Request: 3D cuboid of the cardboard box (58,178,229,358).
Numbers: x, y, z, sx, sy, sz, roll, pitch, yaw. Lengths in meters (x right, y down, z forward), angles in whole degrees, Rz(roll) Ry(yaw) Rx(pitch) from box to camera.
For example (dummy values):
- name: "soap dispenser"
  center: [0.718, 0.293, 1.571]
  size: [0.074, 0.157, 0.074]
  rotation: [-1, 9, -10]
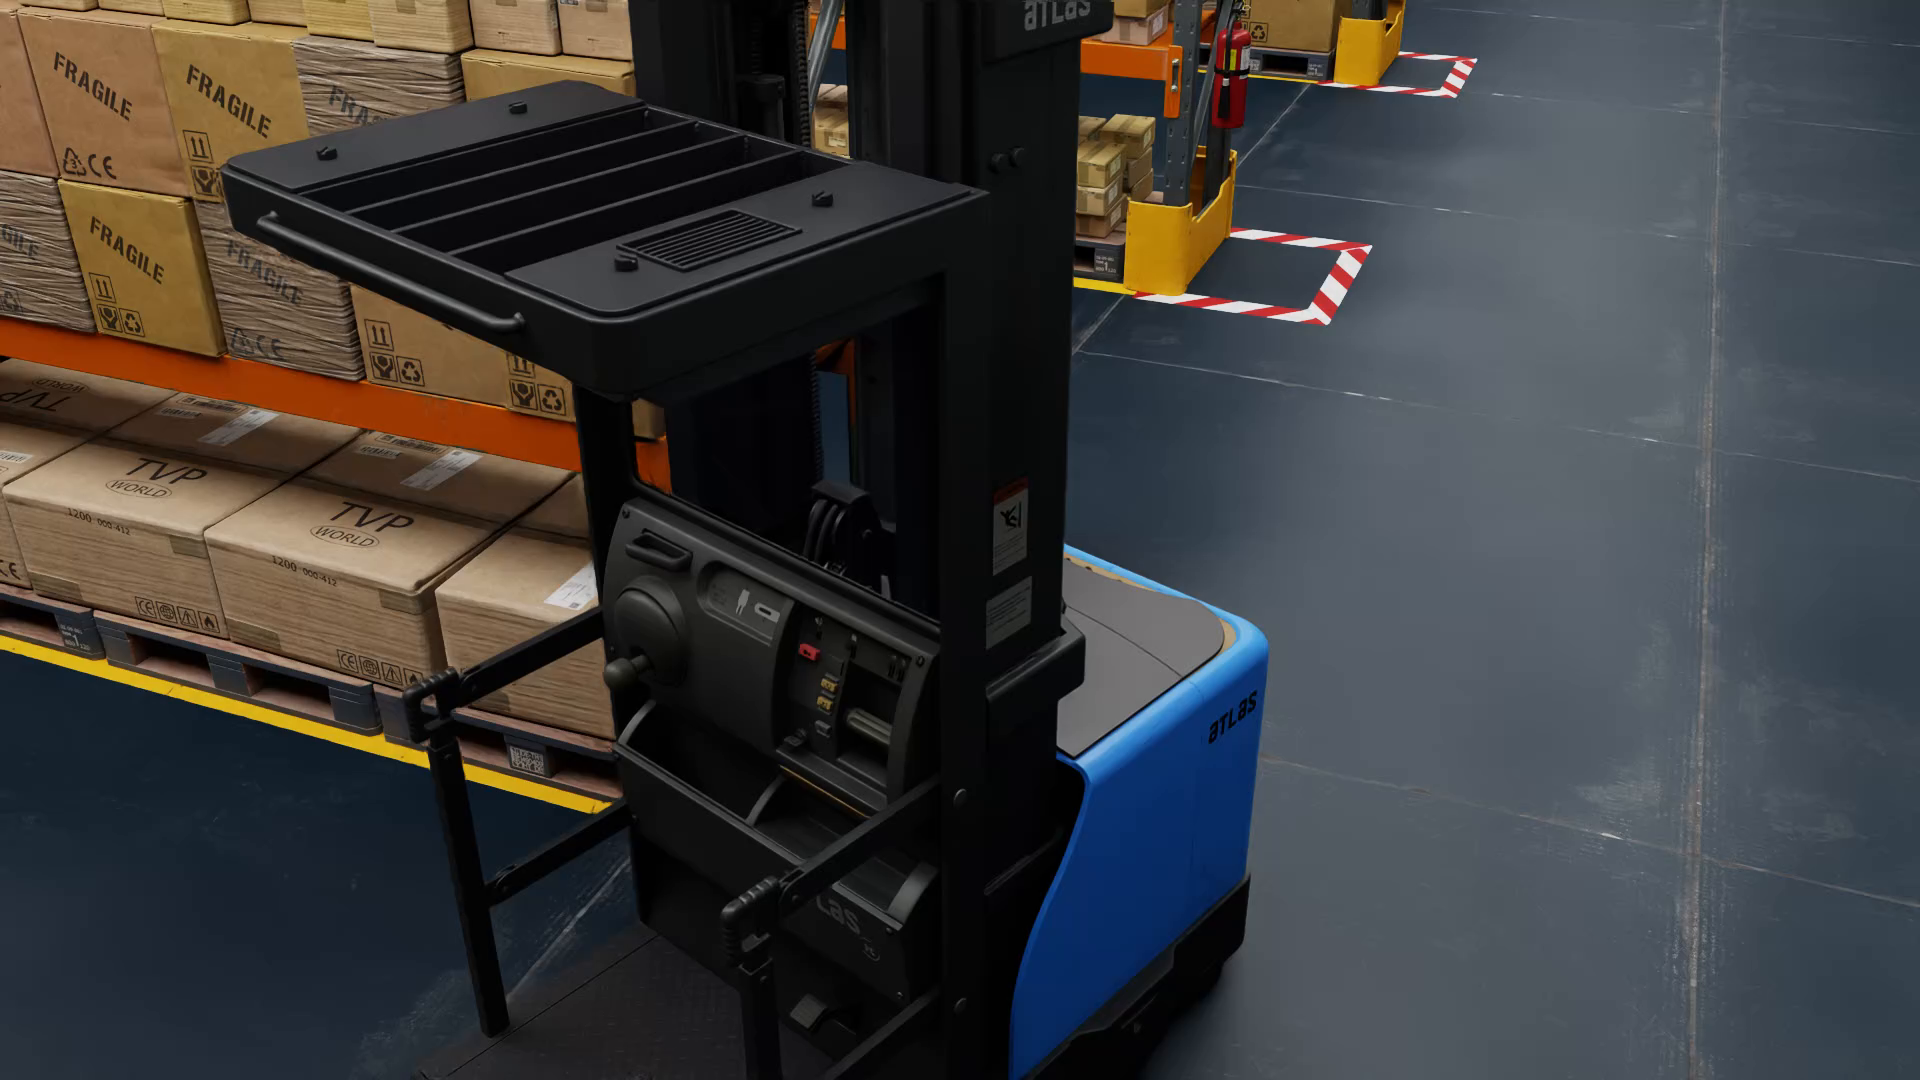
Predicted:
- name: "cardboard box"
  center: [-2.400, -0.933, 5.250]
  size: [0.500, 0.500, 0.500]
  rotation: [12, 32, 21]

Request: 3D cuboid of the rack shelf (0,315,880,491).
- name: "rack shelf"
  center: [-2.284, -0.697, 5.667]
  size: [4.000, 0.370, 1.077]
  rotation: [11, 31, 19]

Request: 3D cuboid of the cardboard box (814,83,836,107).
- name: "cardboard box"
  center: [-0.960, -2.746, 10.426]
  size: [0.250, 0.149, 0.380]
  rotation: [10, 31, 17]

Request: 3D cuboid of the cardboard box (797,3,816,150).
- name: "cardboard box"
  center: [-0.768, -1.338, 4.951]
  size: [0.500, 0.500, 0.500]
  rotation: [11, 31, 18]

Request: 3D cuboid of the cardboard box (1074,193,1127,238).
- name: "cardboard box"
  center: [0.771, -1.860, 9.463]
  size: [0.250, 0.149, 0.380]
  rotation: [12, 32, 20]

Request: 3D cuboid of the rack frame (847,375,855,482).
- name: "rack frame"
  center: [-0.345, -0.722, 6.503]
  size: [0.023, 1.500, 0.400]
  rotation: [11, 31, 19]

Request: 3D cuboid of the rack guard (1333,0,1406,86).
- name: "rack guard"
  center: [3.318, -4.067, 13.437]
  size: [0.348, 0.500, 1.175]
  rotation: [11, 31, 19]

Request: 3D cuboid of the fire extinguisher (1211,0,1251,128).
- name: "fire extinguisher"
  center: [1.397, -2.463, 8.517]
  size: [0.183, 0.674, 0.296]
  rotation: [11, 31, 19]

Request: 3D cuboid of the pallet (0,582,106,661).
- name: "pallet"
  center: [-3.462, 0.010, 6.518]
  size: [1.213, 0.211, 1.003]
  rotation: [11, 31, 19]

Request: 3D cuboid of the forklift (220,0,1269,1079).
- name: "forklift"
  center: [-0.560, 0.266, 3.301]
  size: [1.130, 2.935, 3.031]
  rotation: [24, 37, 35]

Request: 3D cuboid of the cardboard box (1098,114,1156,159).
- name: "cardboard box"
  center: [0.979, -2.369, 9.759]
  size: [0.250, 0.149, 0.380]
  rotation: [10, 31, 17]

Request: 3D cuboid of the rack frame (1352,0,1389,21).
- name: "rack frame"
  center: [3.296, -5.159, 12.829]
  size: [0.127, 3.000, 1.000]
  rotation: [11, 31, 19]

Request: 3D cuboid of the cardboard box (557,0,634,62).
- name: "cardboard box"
  center: [-0.838, -1.377, 4.361]
  size: [0.250, 0.149, 0.380]
  rotation: [12, 32, 20]

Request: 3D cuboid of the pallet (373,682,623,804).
- name: "pallet"
  center: [-1.201, 0.461, 5.720]
  size: [1.213, 0.211, 1.003]
  rotation: [11, 31, 19]

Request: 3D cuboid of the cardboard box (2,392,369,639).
- name: "cardboard box"
  center: [-2.766, -0.118, 6.087]
  size: [0.875, 0.438, 0.875]
  rotation: [10, 31, 18]

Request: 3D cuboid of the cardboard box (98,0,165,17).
- name: "cardboard box"
  center: [-2.277, -1.645, 4.835]
  size: [0.250, 0.149, 0.380]
  rotation: [12, 32, 21]

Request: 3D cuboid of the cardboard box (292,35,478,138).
- name: "cardboard box"
  center: [-1.462, -1.183, 4.678]
  size: [0.500, 0.500, 0.500]
  rotation: [11, 31, 19]

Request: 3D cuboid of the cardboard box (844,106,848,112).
- name: "cardboard box"
  center: [-0.516, -2.606, 10.178]
  size: [0.250, 0.149, 0.380]
  rotation: [11, 31, 19]

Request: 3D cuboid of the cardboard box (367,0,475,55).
- name: "cardboard box"
  center: [-1.353, -1.422, 4.441]
  size: [0.250, 0.149, 0.380]
  rotation: [11, 31, 19]

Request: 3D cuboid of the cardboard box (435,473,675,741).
- name: "cardboard box"
  center: [-1.079, 0.215, 5.497]
  size: [0.875, 0.438, 0.875]
  rotation: [10, 31, 17]

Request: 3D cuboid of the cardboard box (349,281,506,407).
- name: "cardboard box"
  center: [-1.436, -0.752, 4.931]
  size: [0.500, 0.500, 0.500]
  rotation: [11, 31, 18]

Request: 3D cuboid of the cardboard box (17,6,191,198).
- name: "cardboard box"
  center: [-2.384, -1.370, 5.008]
  size: [0.500, 0.500, 0.500]
  rotation: [11, 31, 19]

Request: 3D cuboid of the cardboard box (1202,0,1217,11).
- name: "cardboard box"
  center: [1.829, -4.667, 13.692]
  size: [0.875, 0.875, 0.875]
  rotation: [11, 31, 19]

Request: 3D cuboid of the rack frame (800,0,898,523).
- name: "rack frame"
  center: [-0.430, -0.641, 4.835]
  size: [0.127, 3.000, 1.000]
  rotation: [11, 31, 19]

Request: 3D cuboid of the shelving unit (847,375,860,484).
- name: "shelving unit"
  center: [-0.006, -0.654, 6.383]
  size: [0.755, 1.500, 0.431]
  rotation: [11, 31, 19]

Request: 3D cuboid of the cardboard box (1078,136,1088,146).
- name: "cardboard box"
  center: [0.540, -2.172, 9.410]
  size: [0.250, 0.149, 0.380]
  rotation: [12, 32, 20]

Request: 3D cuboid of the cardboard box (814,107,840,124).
- name: "cardboard box"
  center: [-0.903, -2.462, 9.923]
  size: [0.250, 0.149, 0.380]
  rotation: [10, 31, 17]

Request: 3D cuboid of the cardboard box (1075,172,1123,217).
- name: "cardboard box"
  center: [0.741, -1.955, 9.329]
  size: [0.250, 0.149, 0.380]
  rotation: [10, 31, 18]

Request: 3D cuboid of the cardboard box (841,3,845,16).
- name: "cardboard box"
  center: [-0.484, -3.059, 9.368]
  size: [0.250, 0.149, 0.380]
  rotation: [12, 32, 20]

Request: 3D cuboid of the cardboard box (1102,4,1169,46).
- name: "cardboard box"
  center: [0.929, -2.738, 8.802]
  size: [0.250, 0.149, 0.380]
  rotation: [11, 31, 19]

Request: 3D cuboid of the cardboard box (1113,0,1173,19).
- name: "cardboard box"
  center: [0.824, -3.055, 8.703]
  size: [0.500, 0.500, 0.500]
  rotation: [12, 32, 20]

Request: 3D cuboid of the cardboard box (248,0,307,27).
- name: "cardboard box"
  center: [-1.787, -1.568, 4.699]
  size: [0.250, 0.149, 0.380]
  rotation: [11, 31, 19]
